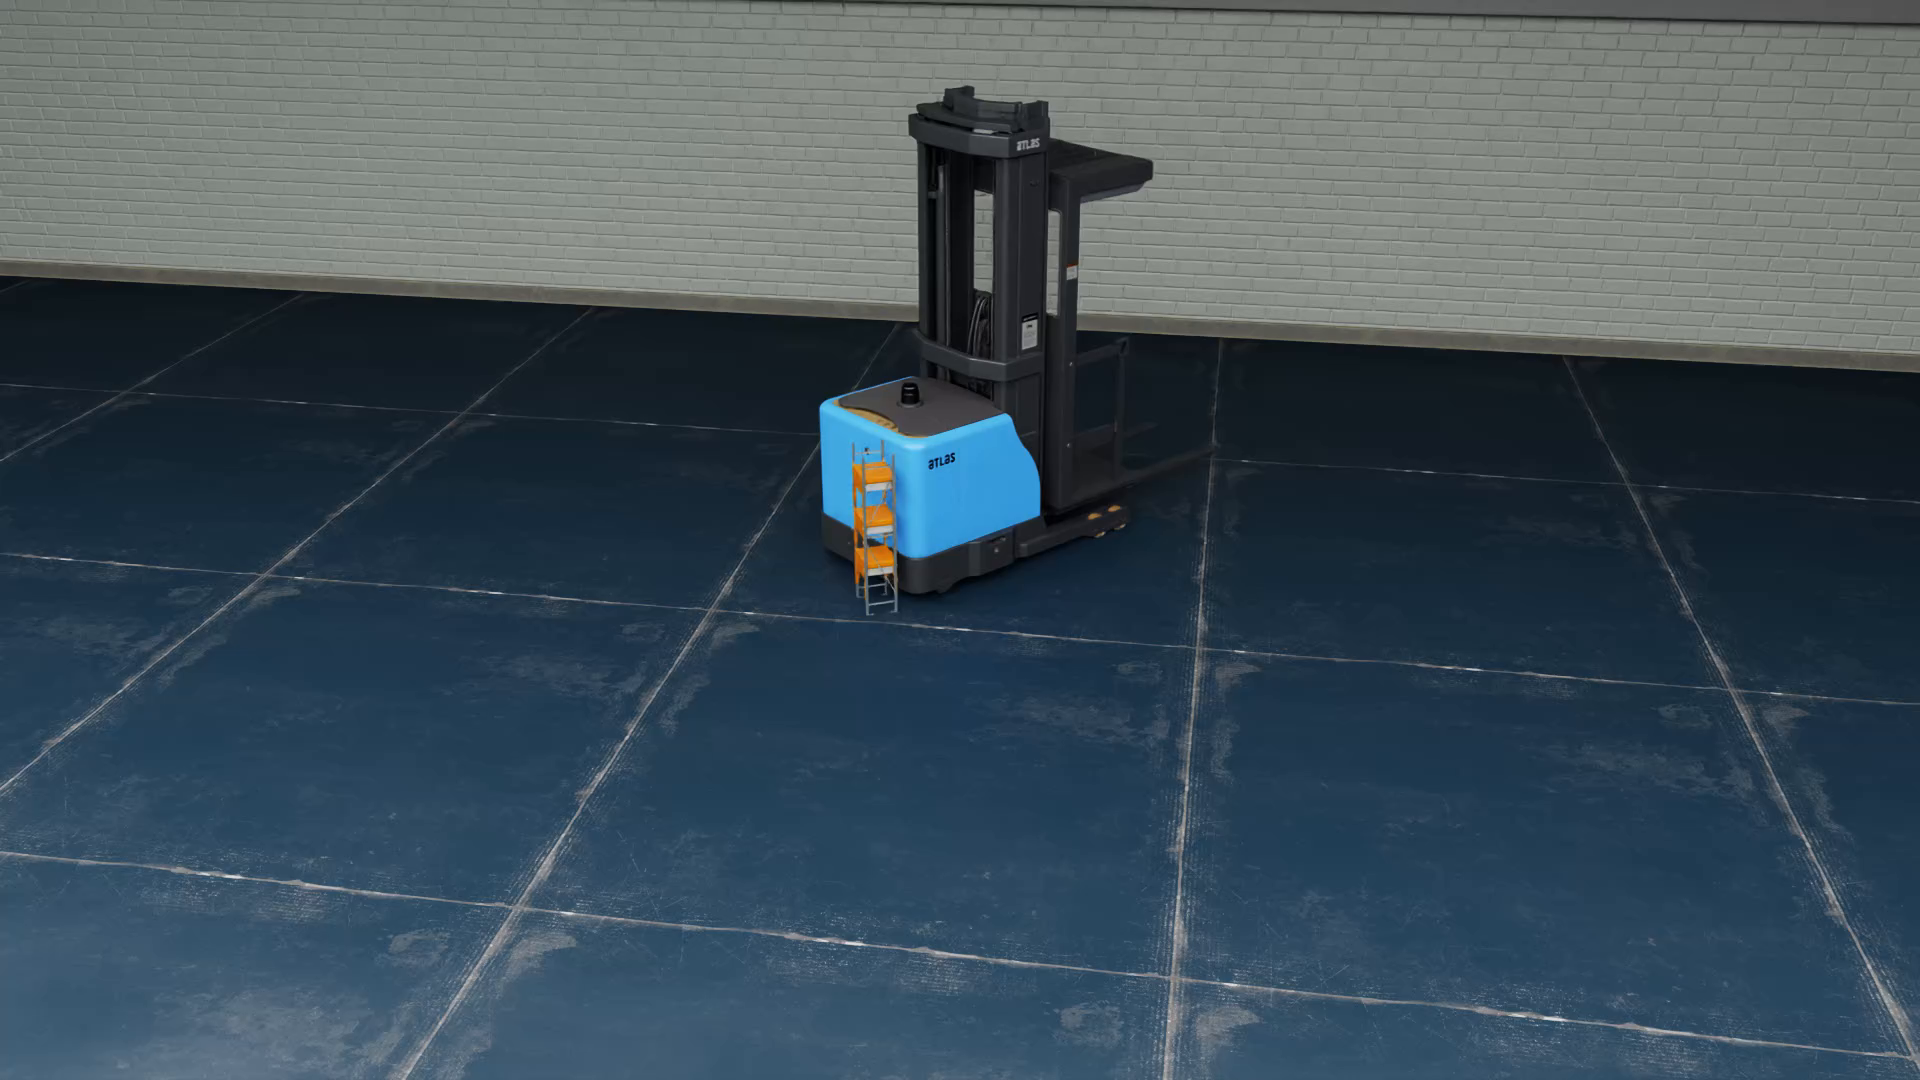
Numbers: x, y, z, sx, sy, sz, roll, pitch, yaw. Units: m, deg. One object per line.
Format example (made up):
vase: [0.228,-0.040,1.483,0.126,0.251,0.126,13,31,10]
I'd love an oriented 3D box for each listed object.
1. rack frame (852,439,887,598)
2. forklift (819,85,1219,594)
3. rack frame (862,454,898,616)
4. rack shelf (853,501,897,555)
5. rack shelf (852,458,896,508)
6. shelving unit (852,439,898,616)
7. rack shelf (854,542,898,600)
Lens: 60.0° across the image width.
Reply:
rack frame: [-0.557,-0.121,10.271,0.200,1.050,0.008,-8,26,-16]
forklift: [0.535,-1.494,10.985,3.031,2.935,1.130,-20,32,-36]
rack frame: [-0.484,-0.023,10.060,0.200,1.050,0.008,-8,26,-16]
rack shelf: [-0.520,-0.062,10.170,0.215,0.259,0.240,-8,26,-16]
rack shelf: [-0.520,-0.319,10.050,0.215,0.259,0.240,-8,26,-16]
shelving unit: [-0.520,-0.072,10.165,0.215,1.050,0.252,-8,26,-16]
rack shelf: [-0.520,0.189,10.288,0.215,0.259,0.240,-8,26,-16]
